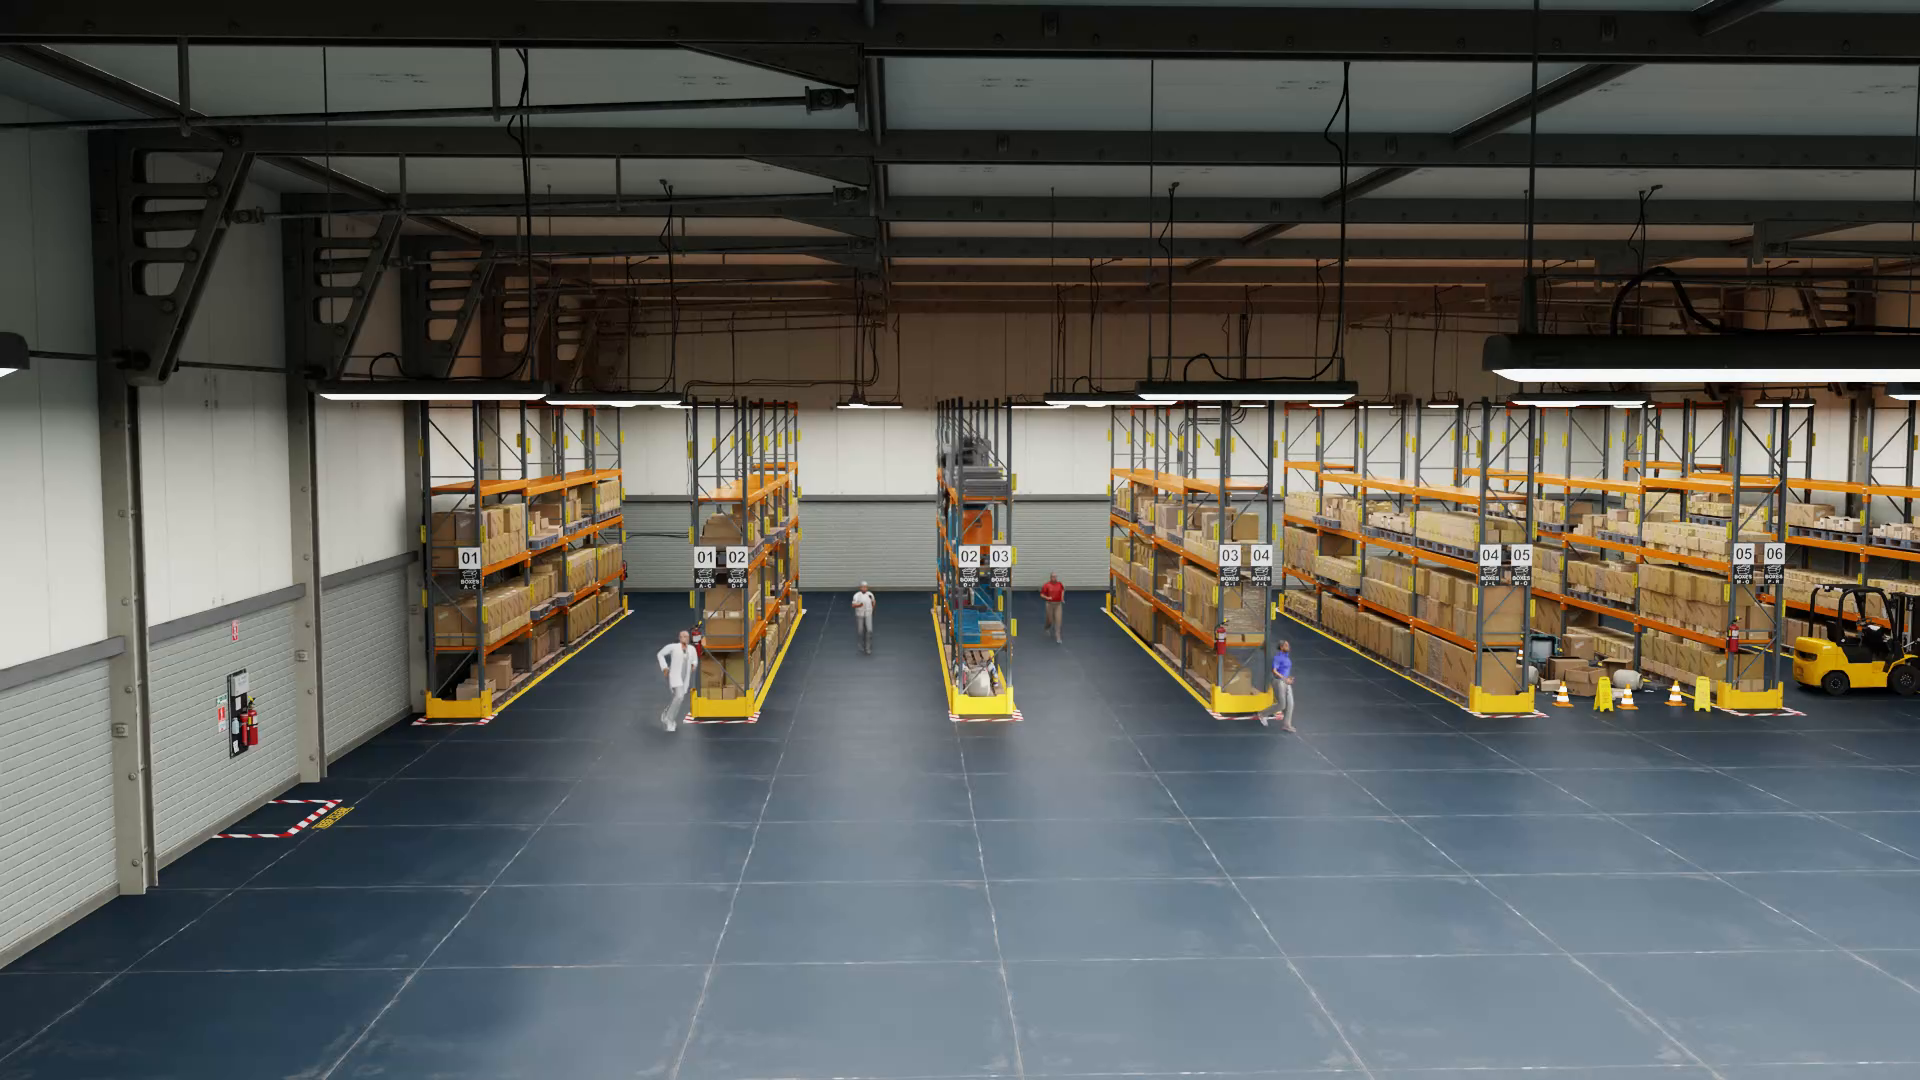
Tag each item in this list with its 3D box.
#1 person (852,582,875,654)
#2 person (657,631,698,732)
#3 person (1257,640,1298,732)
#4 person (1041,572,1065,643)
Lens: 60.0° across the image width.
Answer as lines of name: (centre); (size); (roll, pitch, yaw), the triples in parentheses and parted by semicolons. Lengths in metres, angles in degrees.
person: (-2.286, 1.846, 39.502); (0.566, 1.719, 0.708); (-1, 4, -10)
person: (-5.098, 2.536, 30.149); (0.728, 1.786, 0.810); (-4, 6, -42)
person: (5.742, 2.606, 29.901); (0.726, 1.654, 0.603); (3, 5, 32)
person: (2.329, 1.665, 41.395); (0.664, 1.726, 0.954); (-1, 5, -13)
